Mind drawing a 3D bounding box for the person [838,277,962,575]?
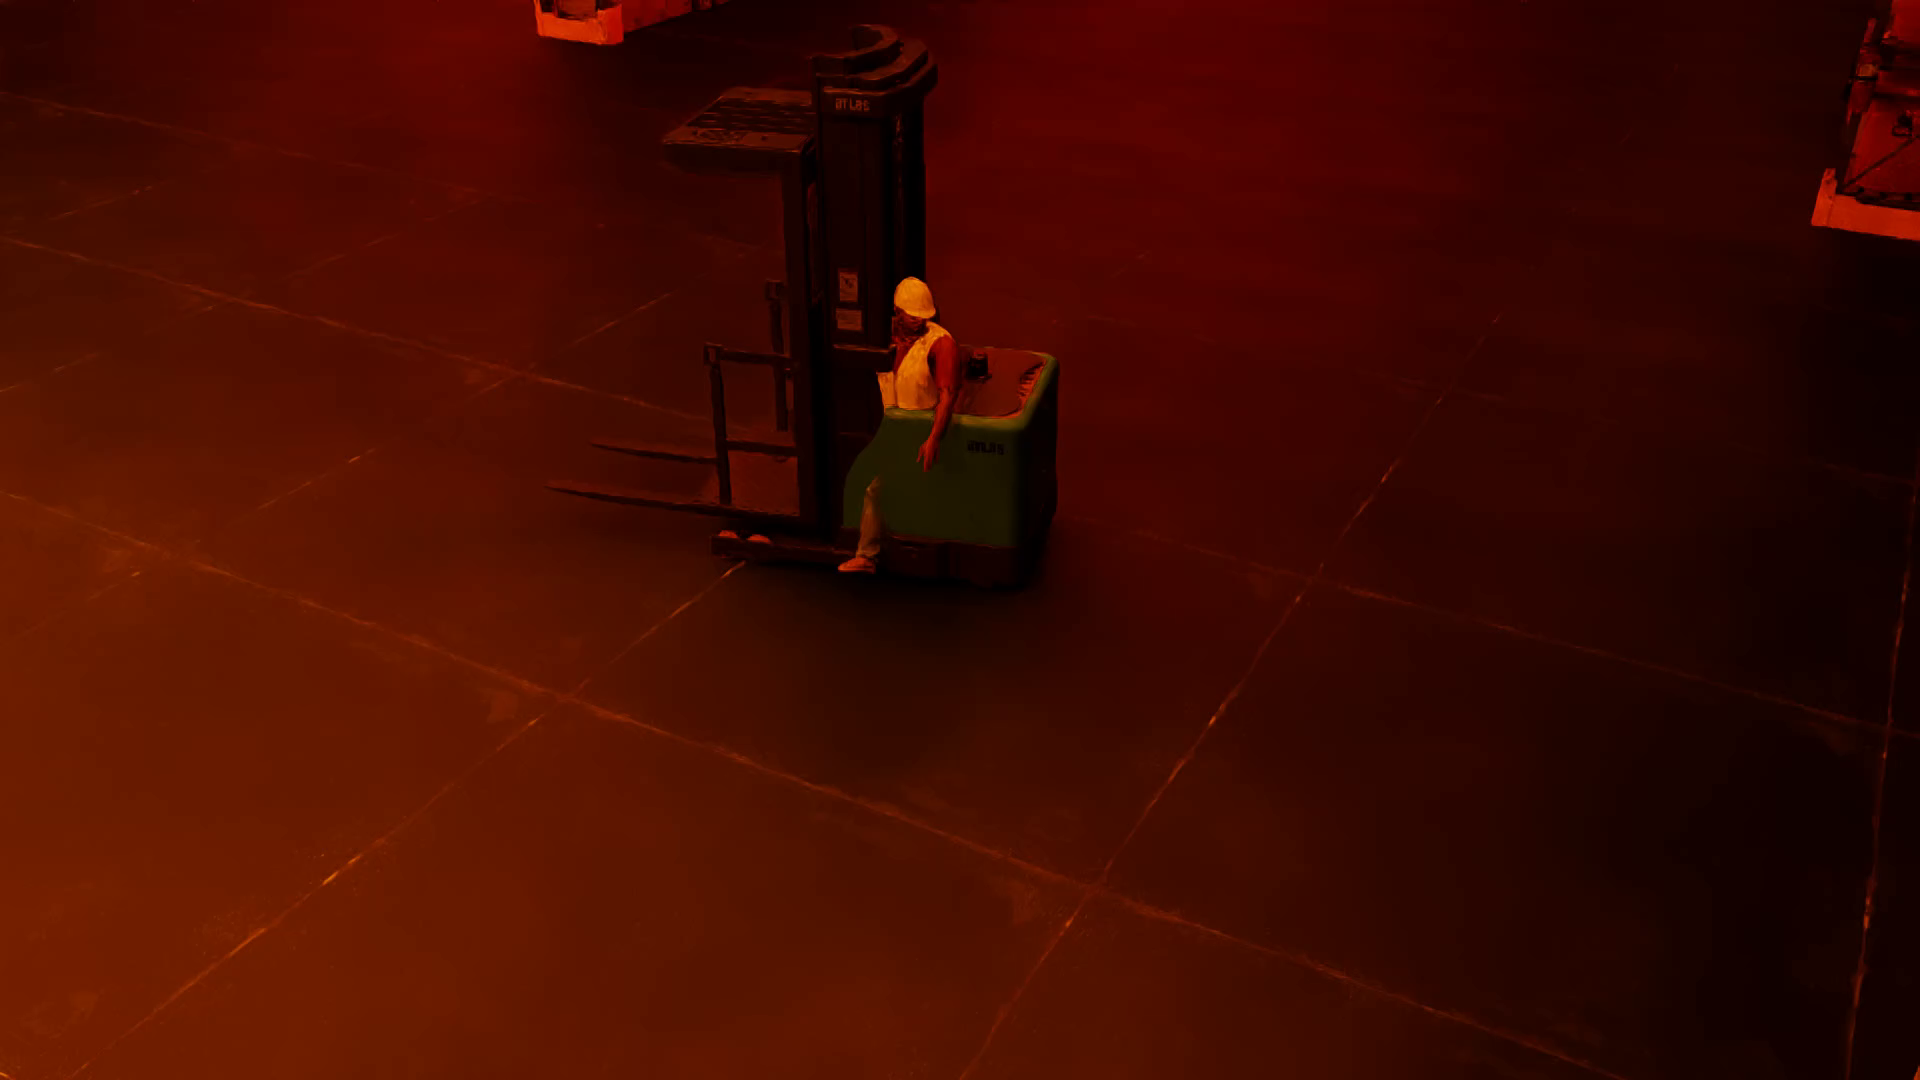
[{"bbox_3d":[-0.354,-0.623,9.248,0.737,1.726,0.880,12,32,19],"label":"person"}]

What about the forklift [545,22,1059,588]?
[{"bbox_3d":[-0.981,-1.383,9.467,3.031,2.935,1.130,7,31,12],"label":"forklift"}]
